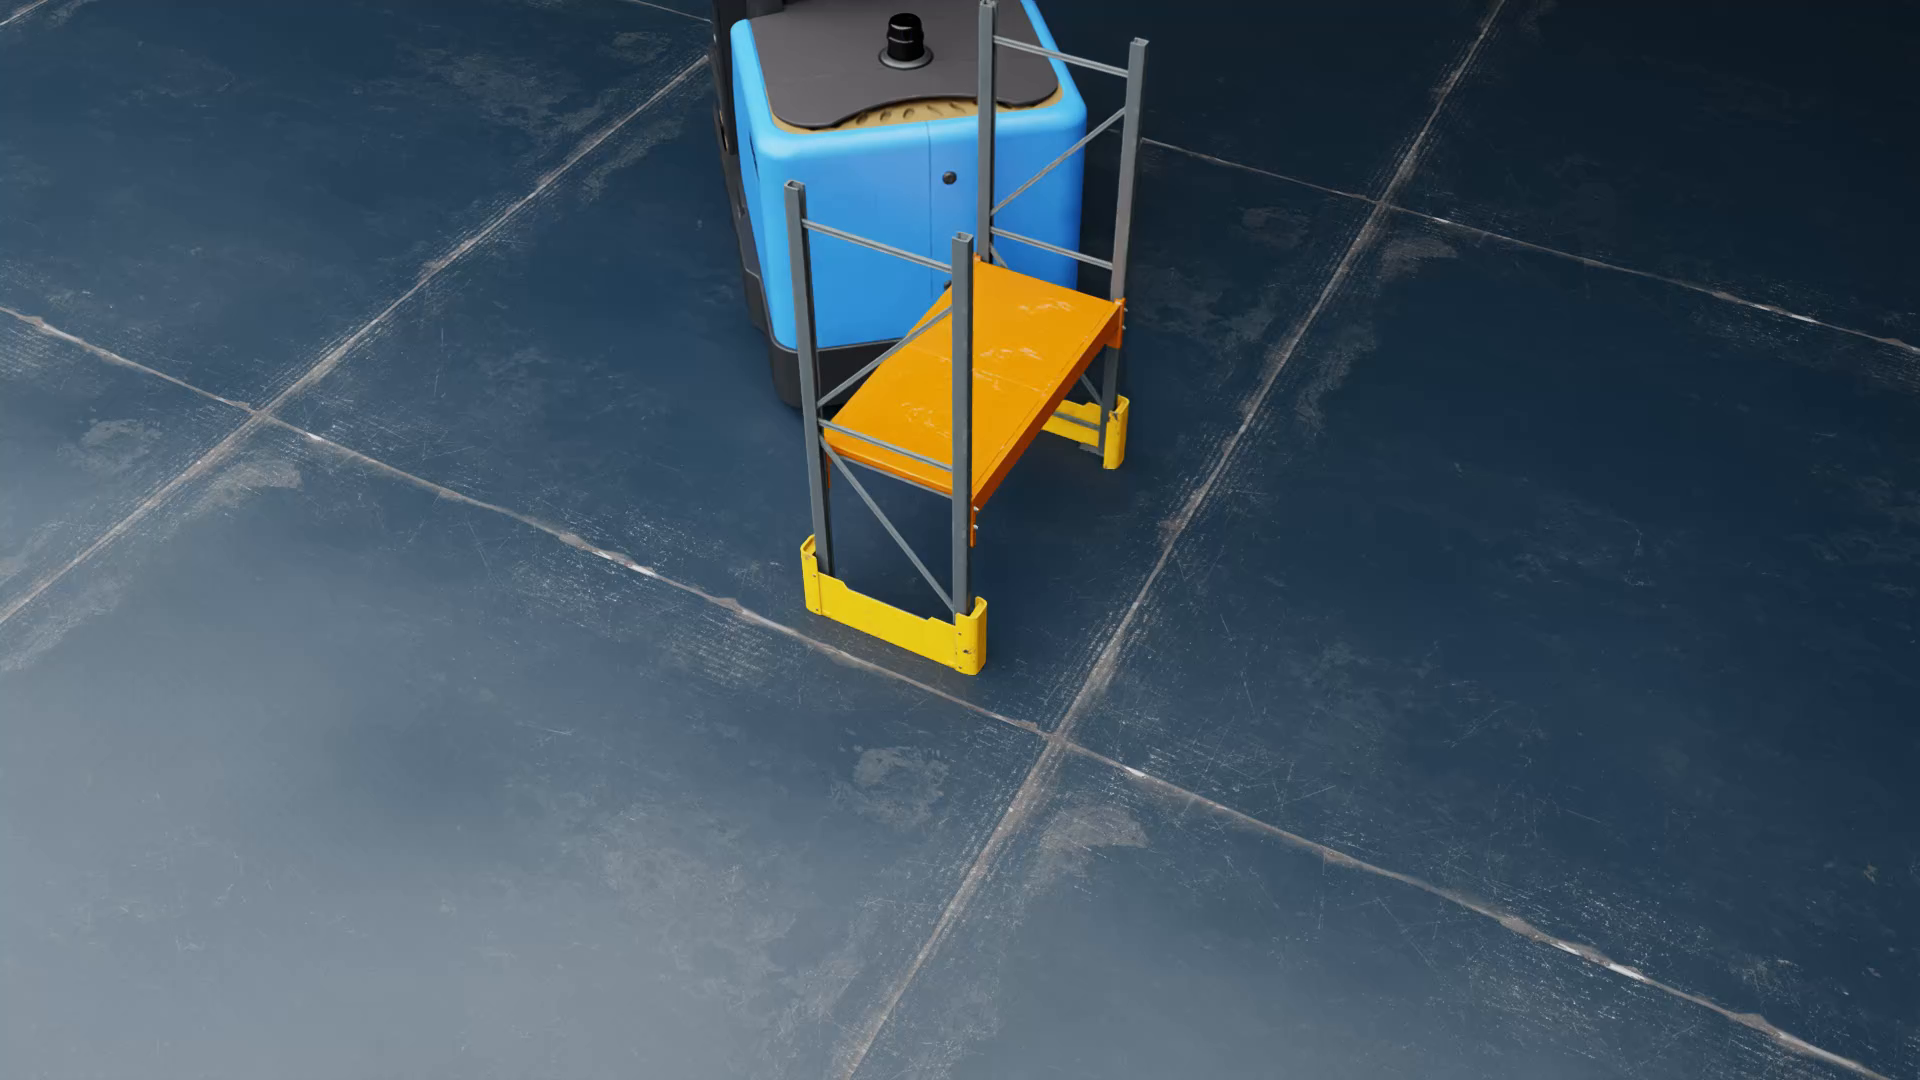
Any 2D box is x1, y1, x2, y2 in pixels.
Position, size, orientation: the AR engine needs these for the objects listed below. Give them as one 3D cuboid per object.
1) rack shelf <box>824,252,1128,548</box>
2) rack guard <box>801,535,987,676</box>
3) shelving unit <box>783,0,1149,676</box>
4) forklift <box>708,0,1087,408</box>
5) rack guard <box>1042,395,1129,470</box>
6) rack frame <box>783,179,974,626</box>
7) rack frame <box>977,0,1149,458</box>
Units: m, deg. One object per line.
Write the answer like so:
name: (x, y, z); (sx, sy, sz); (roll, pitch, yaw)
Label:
rack shelf: (0.042, -0.441, 4.885); (0.538, 0.185, 1.000); (21, 49, 19)
rack guard: (-0.195, 0.190, 4.886); (0.587, 0.250, 0.087); (21, 49, 19)
shelving unit: (0.038, -0.562, 4.751); (0.587, 1.500, 1.083); (21, 49, 19)
forklift: (-0.395, -2.537, 5.697); (1.130, 2.935, 3.031); (-8, 46, -8)
rack guard: (0.272, -0.436, 5.505); (0.587, 0.250, 0.087); (21, 49, 19)
rack frame: (-0.196, -0.249, 4.441); (0.500, 1.500, 0.032); (21, 49, 19)
rack frame: (0.281, -0.887, 5.072); (0.500, 1.500, 0.032); (21, 49, 19)
